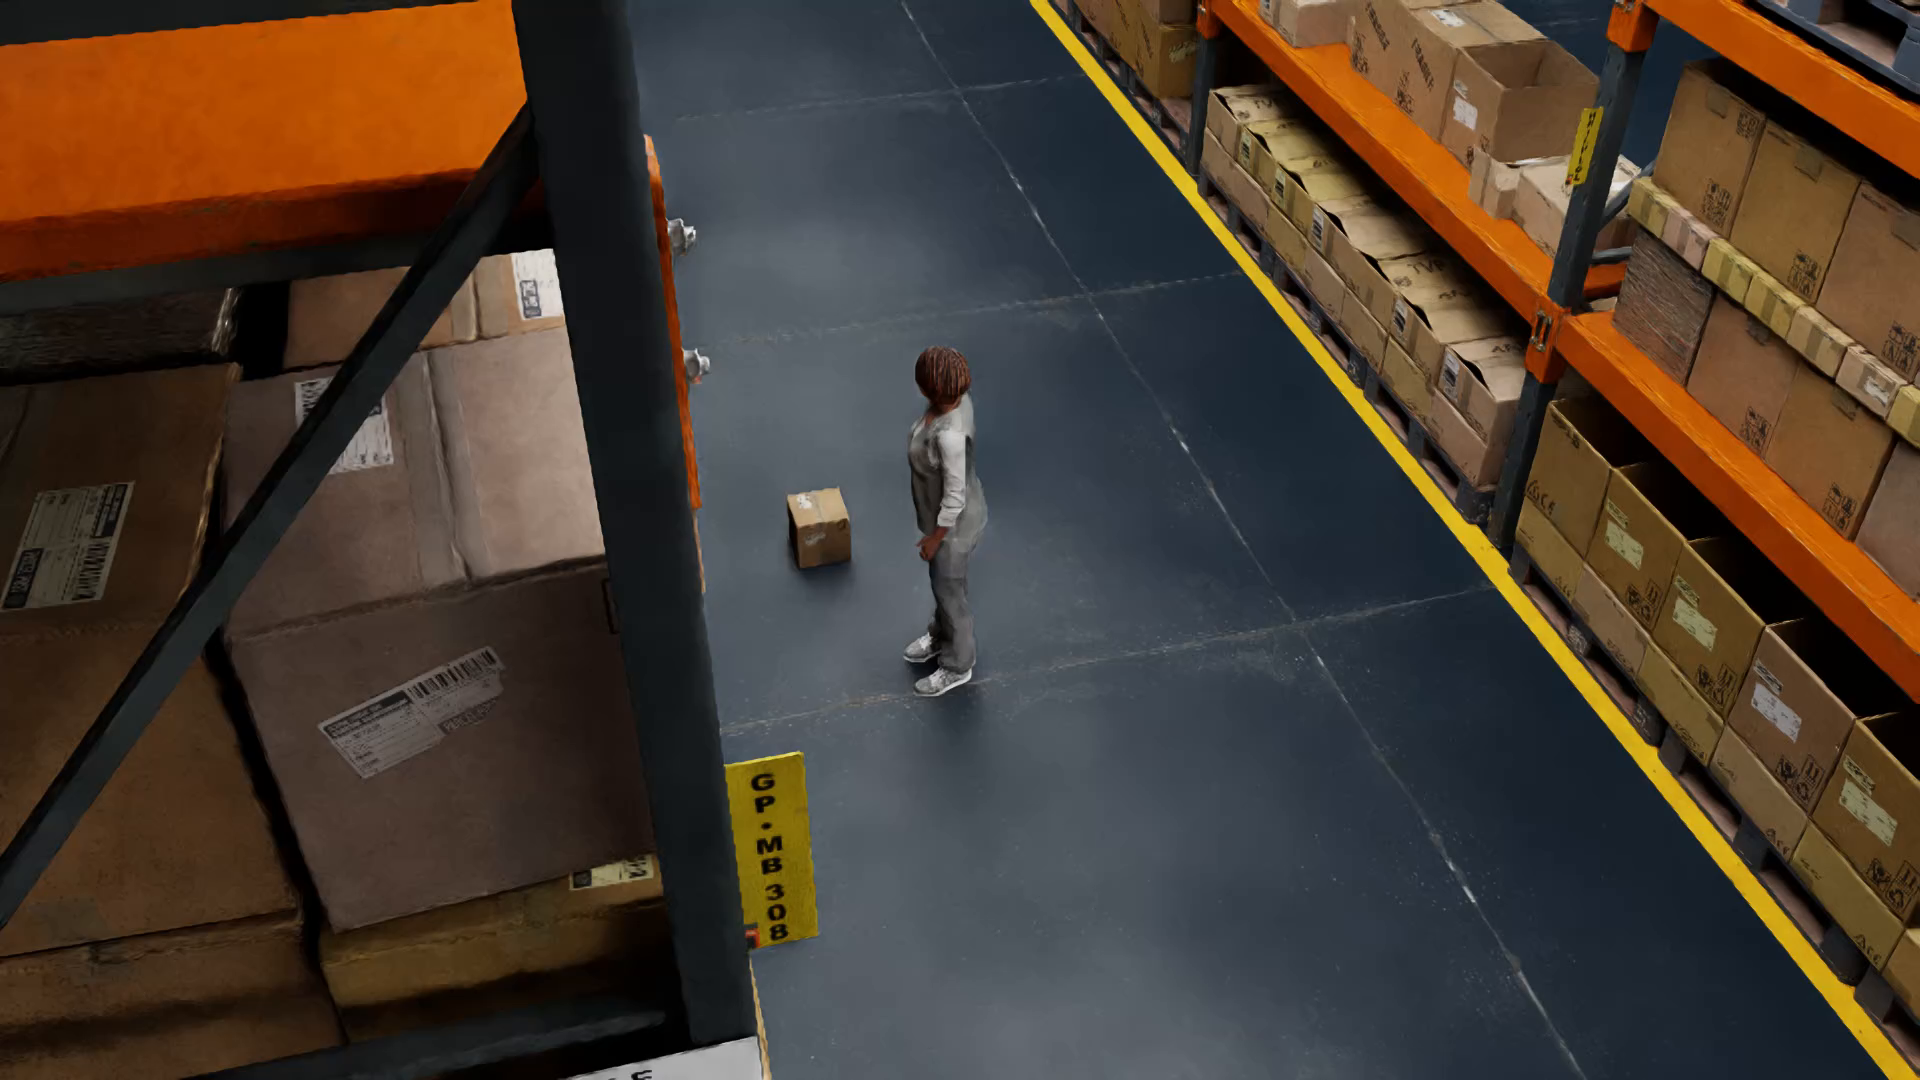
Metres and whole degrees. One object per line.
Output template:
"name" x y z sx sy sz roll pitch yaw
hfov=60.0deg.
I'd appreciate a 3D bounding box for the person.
"person" -0.069 -0.077 6.744 0.362 1.632 0.460 -1 39 -1
